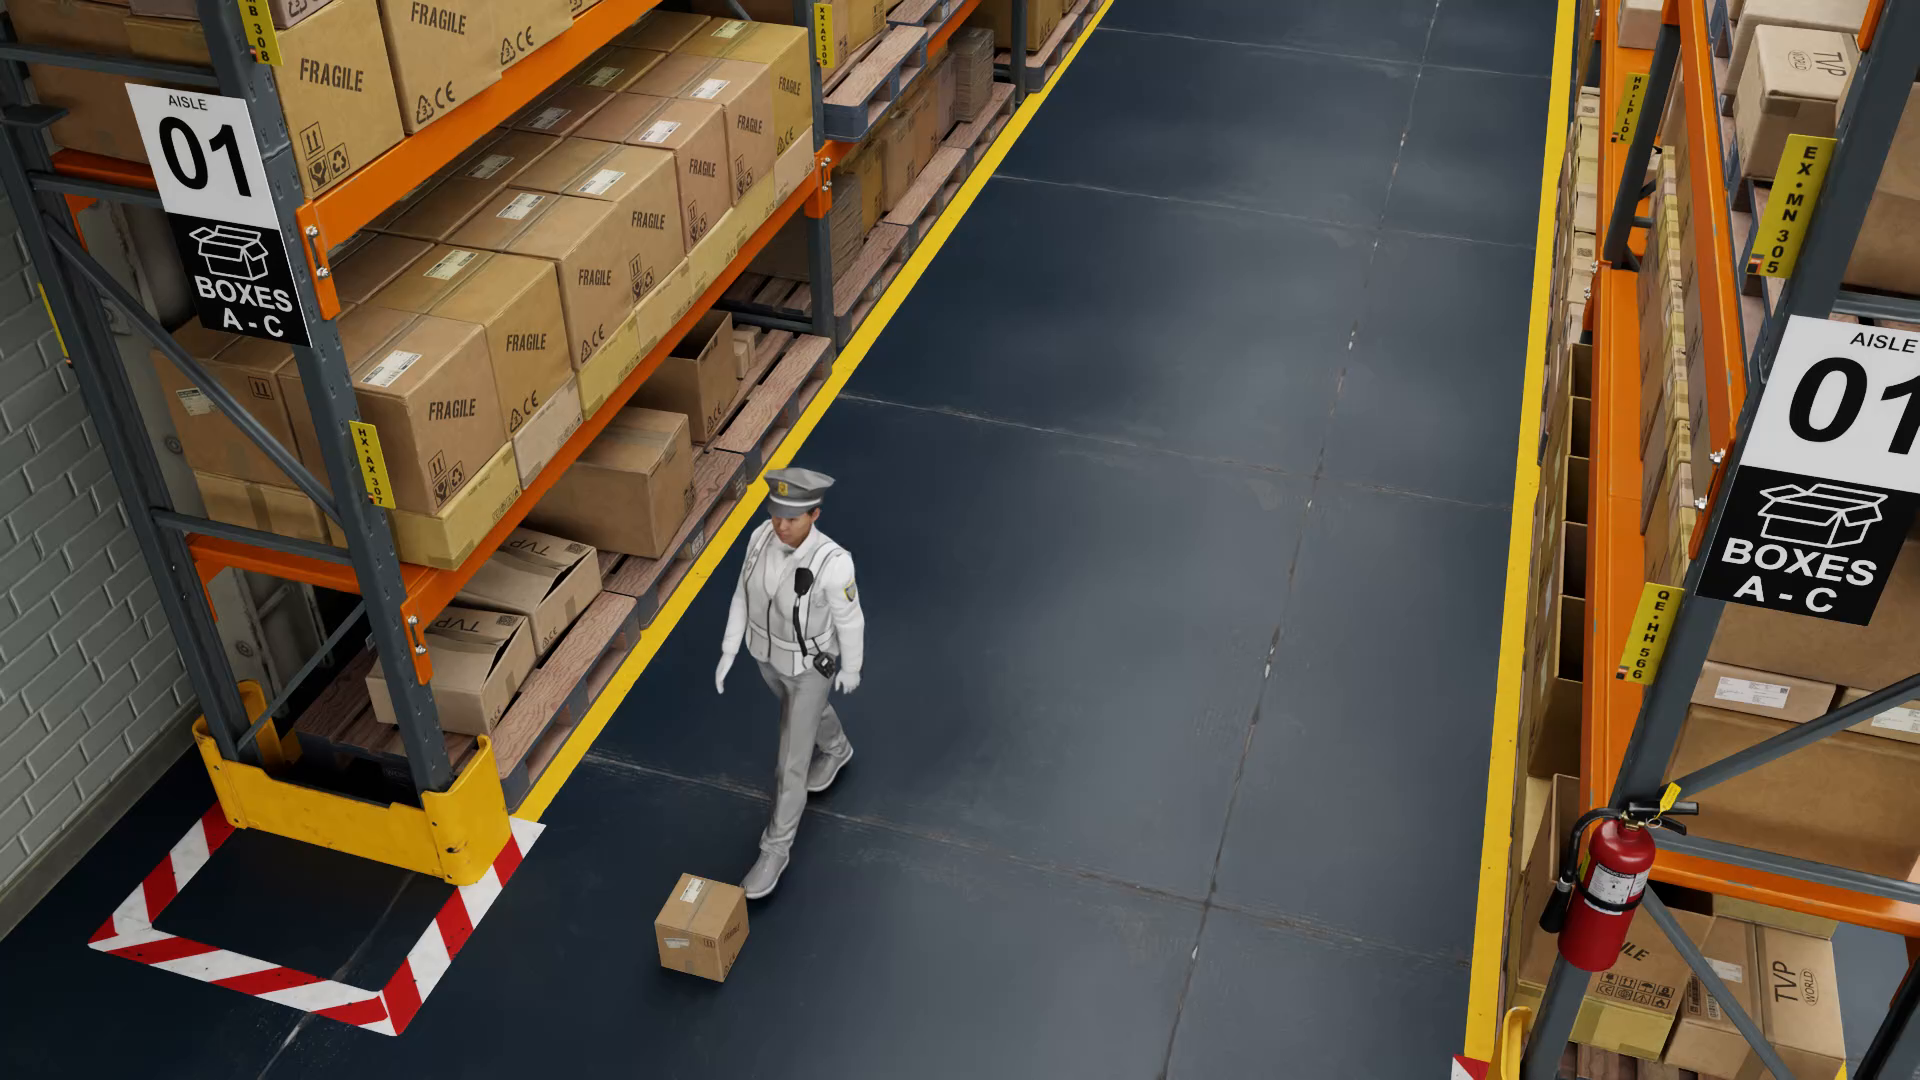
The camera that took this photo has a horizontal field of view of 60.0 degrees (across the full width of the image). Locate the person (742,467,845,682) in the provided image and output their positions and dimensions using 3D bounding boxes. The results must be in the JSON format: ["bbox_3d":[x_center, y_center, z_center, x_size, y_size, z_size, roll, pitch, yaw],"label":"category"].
[{"bbox_3d":[-0.596,0.095,6.053,0.362,0.831,0.349,25,44,29],"label":"person"}]
